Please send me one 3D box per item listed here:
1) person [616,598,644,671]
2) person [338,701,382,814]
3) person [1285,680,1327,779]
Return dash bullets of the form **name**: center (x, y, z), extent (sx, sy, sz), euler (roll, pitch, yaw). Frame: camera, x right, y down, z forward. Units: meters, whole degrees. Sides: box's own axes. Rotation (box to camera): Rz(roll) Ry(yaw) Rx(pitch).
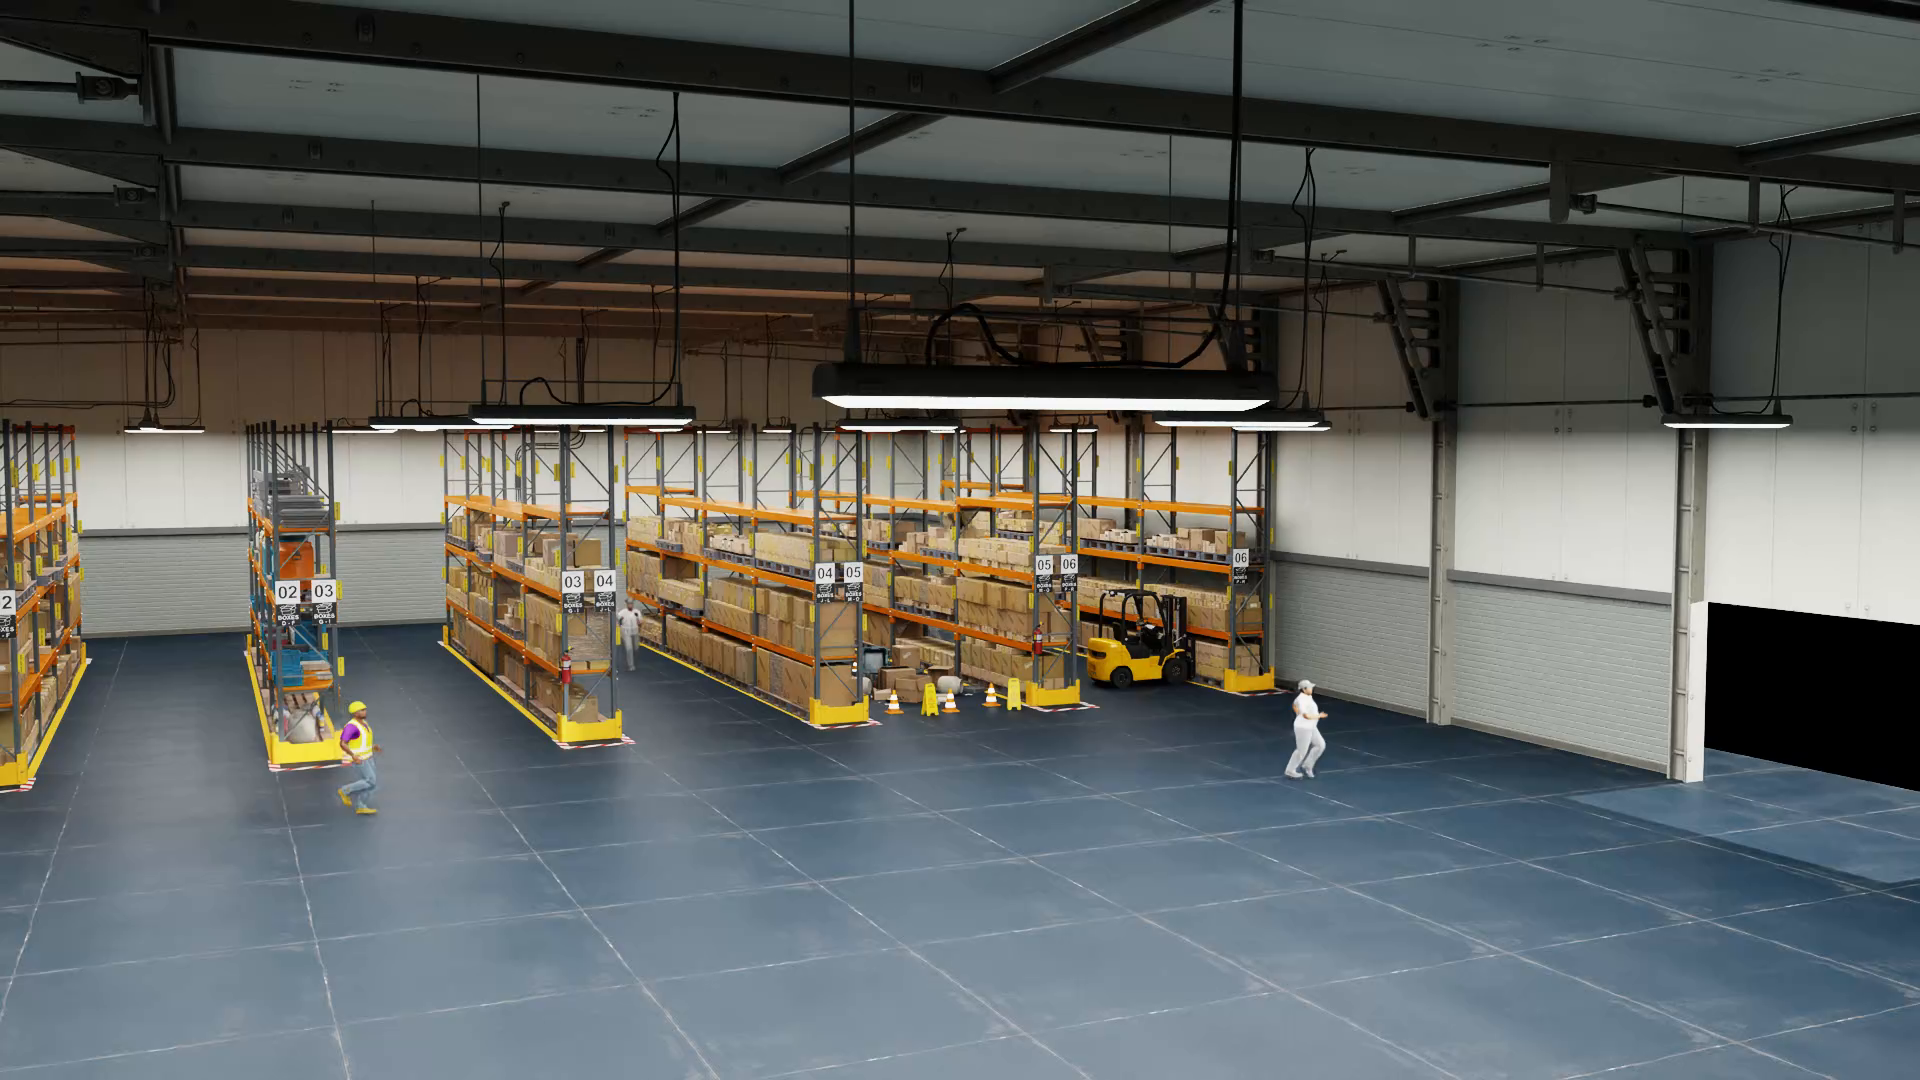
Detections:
- **person**: center (-8.085, 2.283, 40.778), extent (0.673, 1.755, 0.944), euler (-2, 4, -27)
- **person**: center (-9.095, 3.295, 25.178), extent (0.578, 1.712, 0.718), euler (0, 4, 0)
- **person**: center (5.782, 3.167, 27.693), extent (0.670, 1.685, 0.578), euler (1, 4, 22)
